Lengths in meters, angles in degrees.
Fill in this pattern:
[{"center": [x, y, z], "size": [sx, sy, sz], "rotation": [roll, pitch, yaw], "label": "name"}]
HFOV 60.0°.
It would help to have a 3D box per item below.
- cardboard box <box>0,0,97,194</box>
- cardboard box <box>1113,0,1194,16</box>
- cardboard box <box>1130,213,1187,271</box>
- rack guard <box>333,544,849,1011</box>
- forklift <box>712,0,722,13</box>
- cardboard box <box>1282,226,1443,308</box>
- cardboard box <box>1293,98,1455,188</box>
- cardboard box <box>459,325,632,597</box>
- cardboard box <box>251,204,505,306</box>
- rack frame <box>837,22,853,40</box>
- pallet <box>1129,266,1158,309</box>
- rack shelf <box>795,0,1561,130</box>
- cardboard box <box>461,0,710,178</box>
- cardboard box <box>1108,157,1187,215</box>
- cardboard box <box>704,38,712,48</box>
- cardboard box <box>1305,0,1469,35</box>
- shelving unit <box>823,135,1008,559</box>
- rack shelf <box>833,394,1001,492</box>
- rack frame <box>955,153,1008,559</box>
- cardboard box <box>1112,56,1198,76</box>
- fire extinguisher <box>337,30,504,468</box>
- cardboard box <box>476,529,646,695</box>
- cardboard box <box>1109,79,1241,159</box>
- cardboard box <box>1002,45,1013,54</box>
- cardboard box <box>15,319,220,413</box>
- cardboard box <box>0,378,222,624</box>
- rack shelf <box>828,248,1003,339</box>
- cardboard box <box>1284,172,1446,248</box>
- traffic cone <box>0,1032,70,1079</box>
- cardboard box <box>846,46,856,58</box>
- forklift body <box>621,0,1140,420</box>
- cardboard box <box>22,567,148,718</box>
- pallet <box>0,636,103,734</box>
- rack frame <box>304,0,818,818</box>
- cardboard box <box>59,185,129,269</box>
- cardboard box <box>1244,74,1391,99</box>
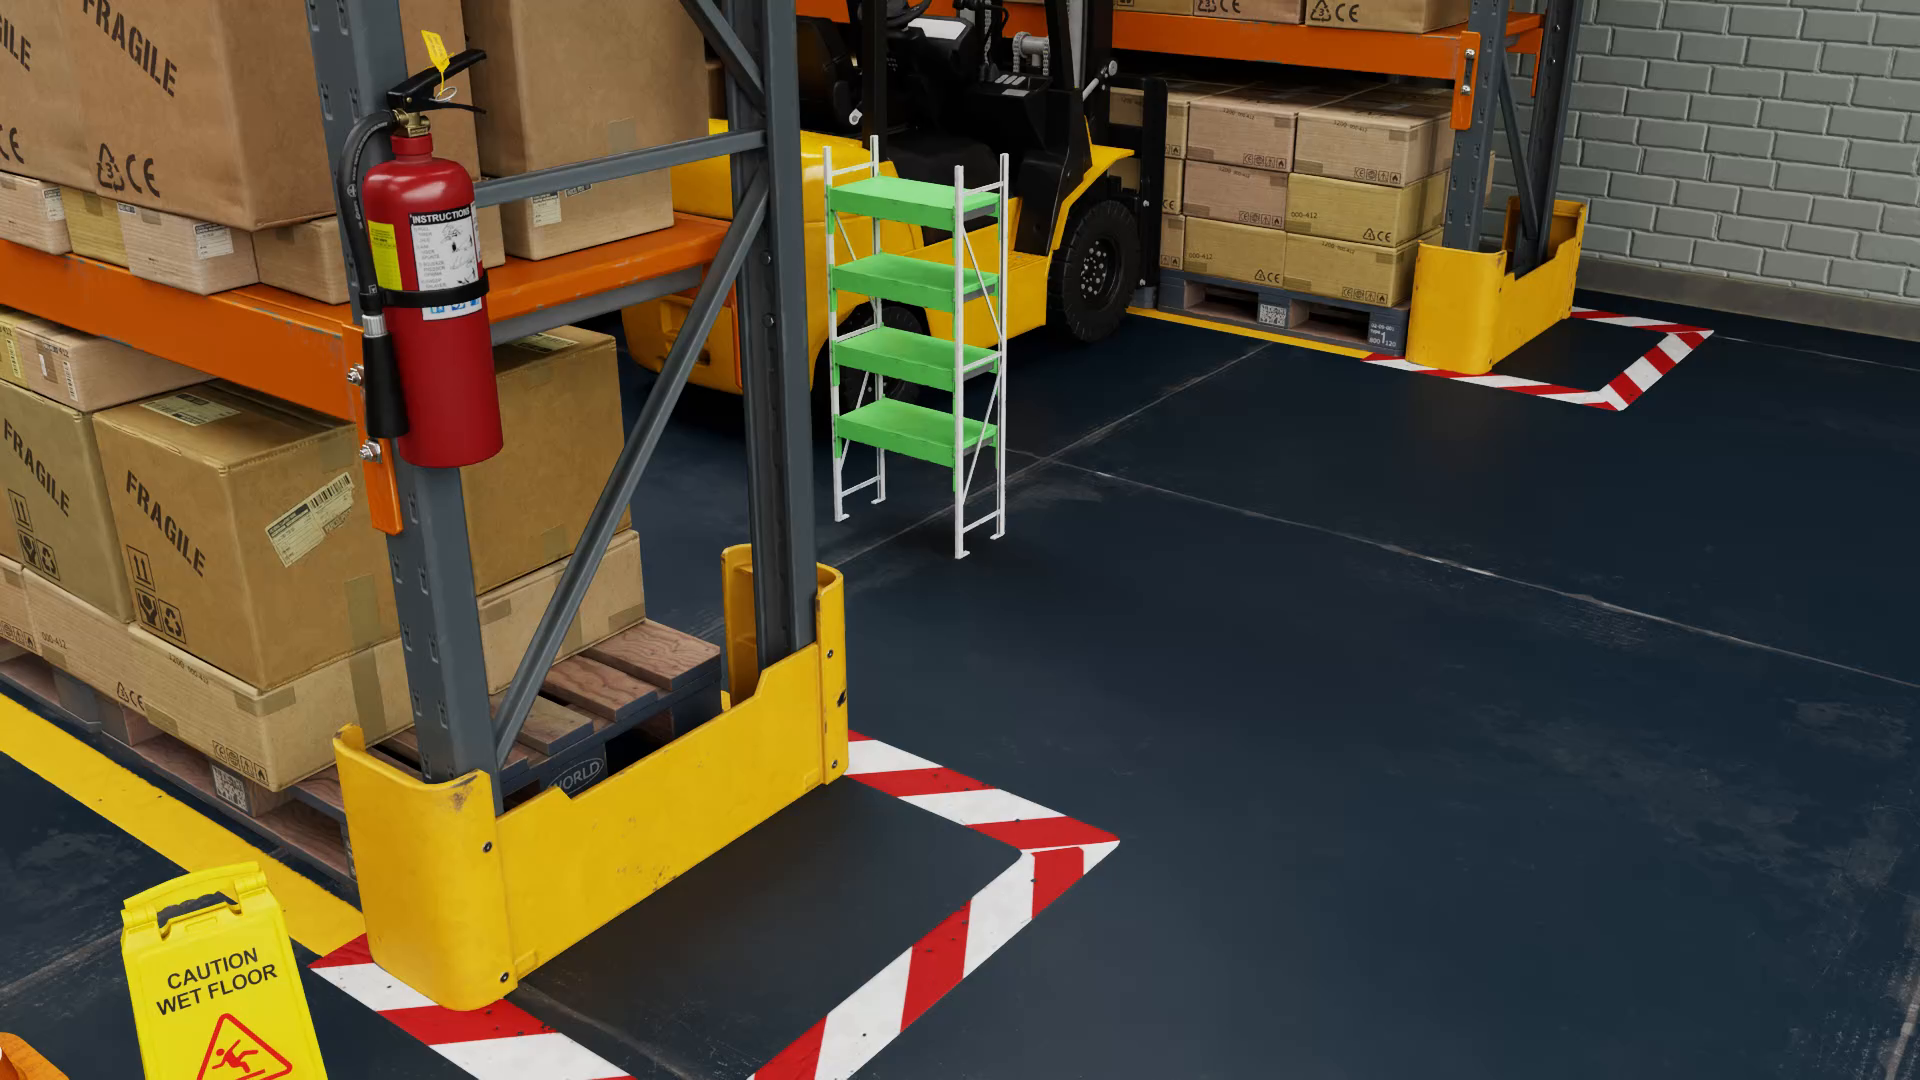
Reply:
[{"center": [-1.667, -1.015, 3.341], "size": [0.500, 0.500, 0.500], "rotation": [17, 29, 33], "label": "cardboard box"}, {"center": [0.934, -2.603, 7.314], "size": [0.500, 0.500, 0.500], "rotation": [16, 29, 32], "label": "cardboard box"}, {"center": [0.952, -1.463, 7.741], "size": [0.500, 0.250, 0.500], "rotation": [17, 29, 34], "label": "cardboard box"}, {"center": [-0.730, 0.457, 3.592], "size": [0.348, 0.500, 1.175], "rotation": [17, 29, 33], "label": "rack guard"}, {"center": [-1.598, -2.625, 7.572], "size": [1.130, 2.935, 3.031], "rotation": [17, 29, 34], "label": "forklift"}, {"center": [1.739, -1.216, 7.180], "size": [0.500, 0.250, 0.500], "rotation": [17, 29, 34], "label": "cardboard box"}, {"center": [1.749, -1.673, 6.976], "size": [0.500, 0.250, 0.500], "rotation": [18, 29, 35], "label": "cardboard box"}, {"center": [-1.168, -0.235, 4.023], "size": [0.500, 0.500, 0.500], "rotation": [16, 28, 32], "label": "cardboard box"}, {"center": [-1.097, -0.575, 3.146], "size": [0.250, 0.149, 0.380], "rotation": [18, 29, 35], "label": "cardboard box"}, {"center": [-0.896, -3.238, 8.879], "size": [0.127, 3.000, 1.000], "rotation": [17, 29, 33], "label": "rack frame"}, {"center": [0.696, -1.461, 8.305], "size": [1.213, 0.211, 1.003], "rotation": [17, 29, 33], "label": "pallet"}, {"center": [0.704, -2.425, 7.926], "size": [4.000, 0.370, 1.077], "rotation": [17, 29, 33], "label": "rack shelf"}, {"center": [-0.882, -1.054, 3.430], "size": [0.500, 0.500, 0.500], "rotation": [16, 29, 33], "label": "cardboard box"}, {"center": [0.907, -1.693, 7.642], "size": [0.500, 0.250, 0.500], "rotation": [16, 28, 32], "label": "cardboard box"}, {"center": [-1.937, -2.656, 9.983], "size": [0.625, 0.625, 0.875], "rotation": [16, 29, 33], "label": "cardboard box"}, {"center": [1.753, -2.351, 6.741], "size": [0.500, 0.500, 0.500], "rotation": [16, 28, 32], "label": "cardboard box"}, {"center": [-0.132, -0.589, 5.099], "size": [0.503, 1.200, 0.258], "rotation": [17, 29, 33], "label": "shelving unit"}, {"center": [-0.132, -0.311, 5.221], "size": [0.480, 0.148, 0.258], "rotation": [17, 29, 33], "label": "rack shelf"}, {"center": [0.063, -0.530, 4.965], "size": [0.015, 1.200, 0.240], "rotation": [17, 29, 33], "label": "rack frame"}, {"center": [0.832, -2.210, 8.194], "size": [0.500, 0.250, 0.500], "rotation": [16, 28, 32], "label": "cardboard box"}, {"center": [-0.854, -0.457, 2.662], "size": [0.183, 0.674, 0.296], "rotation": [17, 29, 33], "label": "fire extinguisher"}, {"center": [-1.149, 0.113, 4.162], "size": [0.500, 0.250, 0.500], "rotation": [17, 29, 33], "label": "cardboard box"}, {"center": [0.927, -1.913, 7.521], "size": [0.500, 0.250, 0.500], "rotation": [17, 29, 34], "label": "cardboard box"}, {"center": [0.028, -2.455, 8.751], "size": [0.500, 0.250, 0.500], "rotation": [16, 29, 33], "label": "cardboard box"}, {"center": [-1.801, -0.419, 3.635], "size": [0.250, 0.149, 0.380], "rotation": [18, 29, 35], "label": "cardboard box"}, {"center": [-1.886, -0.180, 3.898], "size": [0.500, 0.500, 0.500], "rotation": [18, 30, 35], "label": "cardboard box"}, {"center": [-0.132, -0.750, 5.028], "size": [0.480, 0.148, 0.258], "rotation": [17, 29, 33], "label": "rack shelf"}, {"center": [1.728, -1.450, 7.091], "size": [0.500, 0.250, 0.500], "rotation": [16, 29, 33], "label": "cardboard box"}, {"center": [-1.787, 0.805, 2.849], "size": [0.334, 0.463, 0.336], "rotation": [17, 29, 33], "label": "traffic cone"}, {"center": [-0.697, -2.411, 8.652], "size": [0.500, 0.250, 0.500], "rotation": [16, 29, 33], "label": "cardboard box"}, {"center": [-0.307, -1.752, 6.559], "size": [1.214, 2.155, 2.313], "rotation": [17, 29, 33], "label": "forklift body"}, {"center": [-1.887, 0.161, 4.053], "size": [0.500, 0.250, 0.500], "rotation": [17, 29, 33], "label": "cardboard box"}, {"center": [-2.331, 0.086, 4.792], "size": [1.213, 0.211, 1.003], "rotation": [17, 29, 33], "label": "pallet"}, {"center": [-0.669, -0.668, 3.047], "size": [0.127, 3.000, 1.000], "rotation": [17, 29, 33], "label": "rack frame"}, {"center": [-1.558, -0.669, 3.360], "size": [0.250, 0.149, 0.380], "rotation": [16, 29, 32], "label": "cardboard box"}, {"center": [1.632, -1.959, 7.625], "size": [0.500, 0.250, 0.500], "rotation": [17, 29, 33], "label": "cardboard box"}]
